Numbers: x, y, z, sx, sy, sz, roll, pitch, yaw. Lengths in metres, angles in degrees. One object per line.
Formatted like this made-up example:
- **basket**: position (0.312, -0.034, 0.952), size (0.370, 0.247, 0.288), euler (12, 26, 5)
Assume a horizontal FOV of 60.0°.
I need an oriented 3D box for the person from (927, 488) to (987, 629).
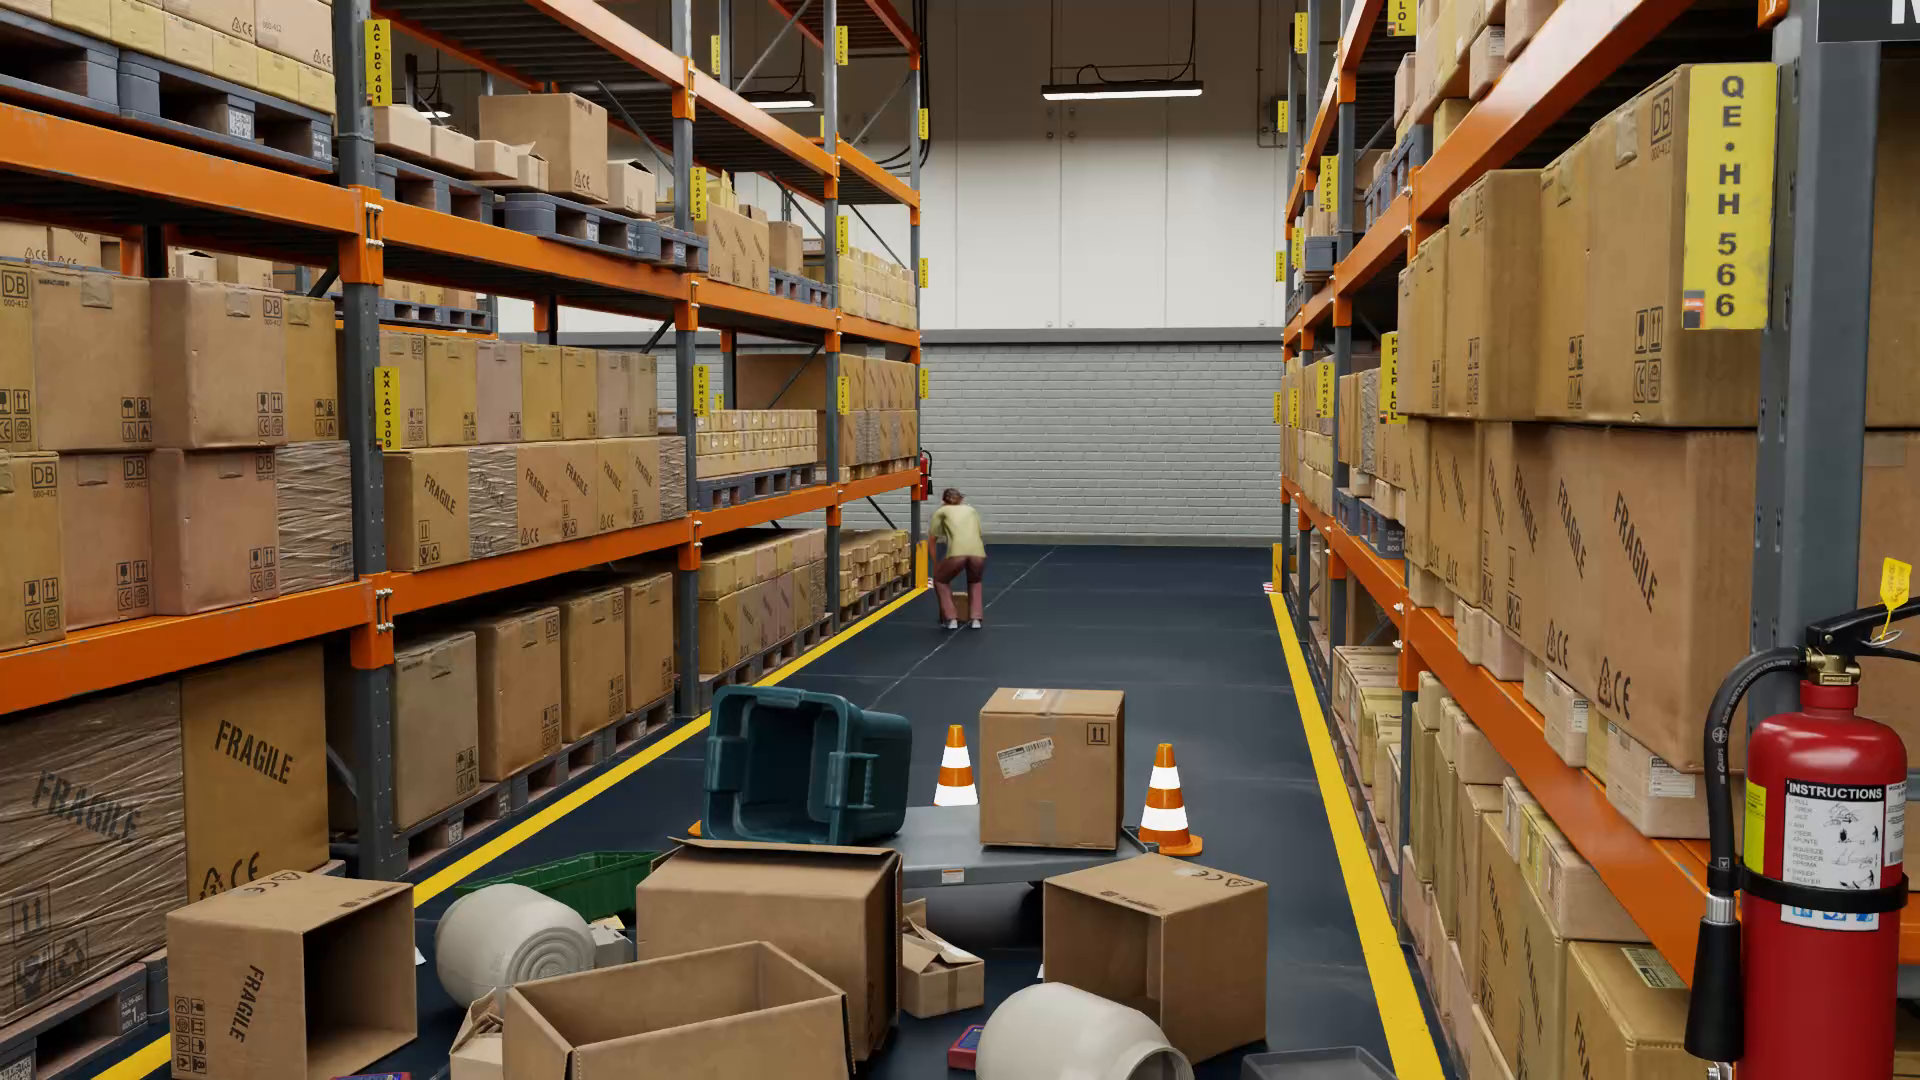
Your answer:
- **person**: position (-0.028, 0.165, 15.016), size (0.510, 1.246, 0.709), euler (-1, 5, -10)
